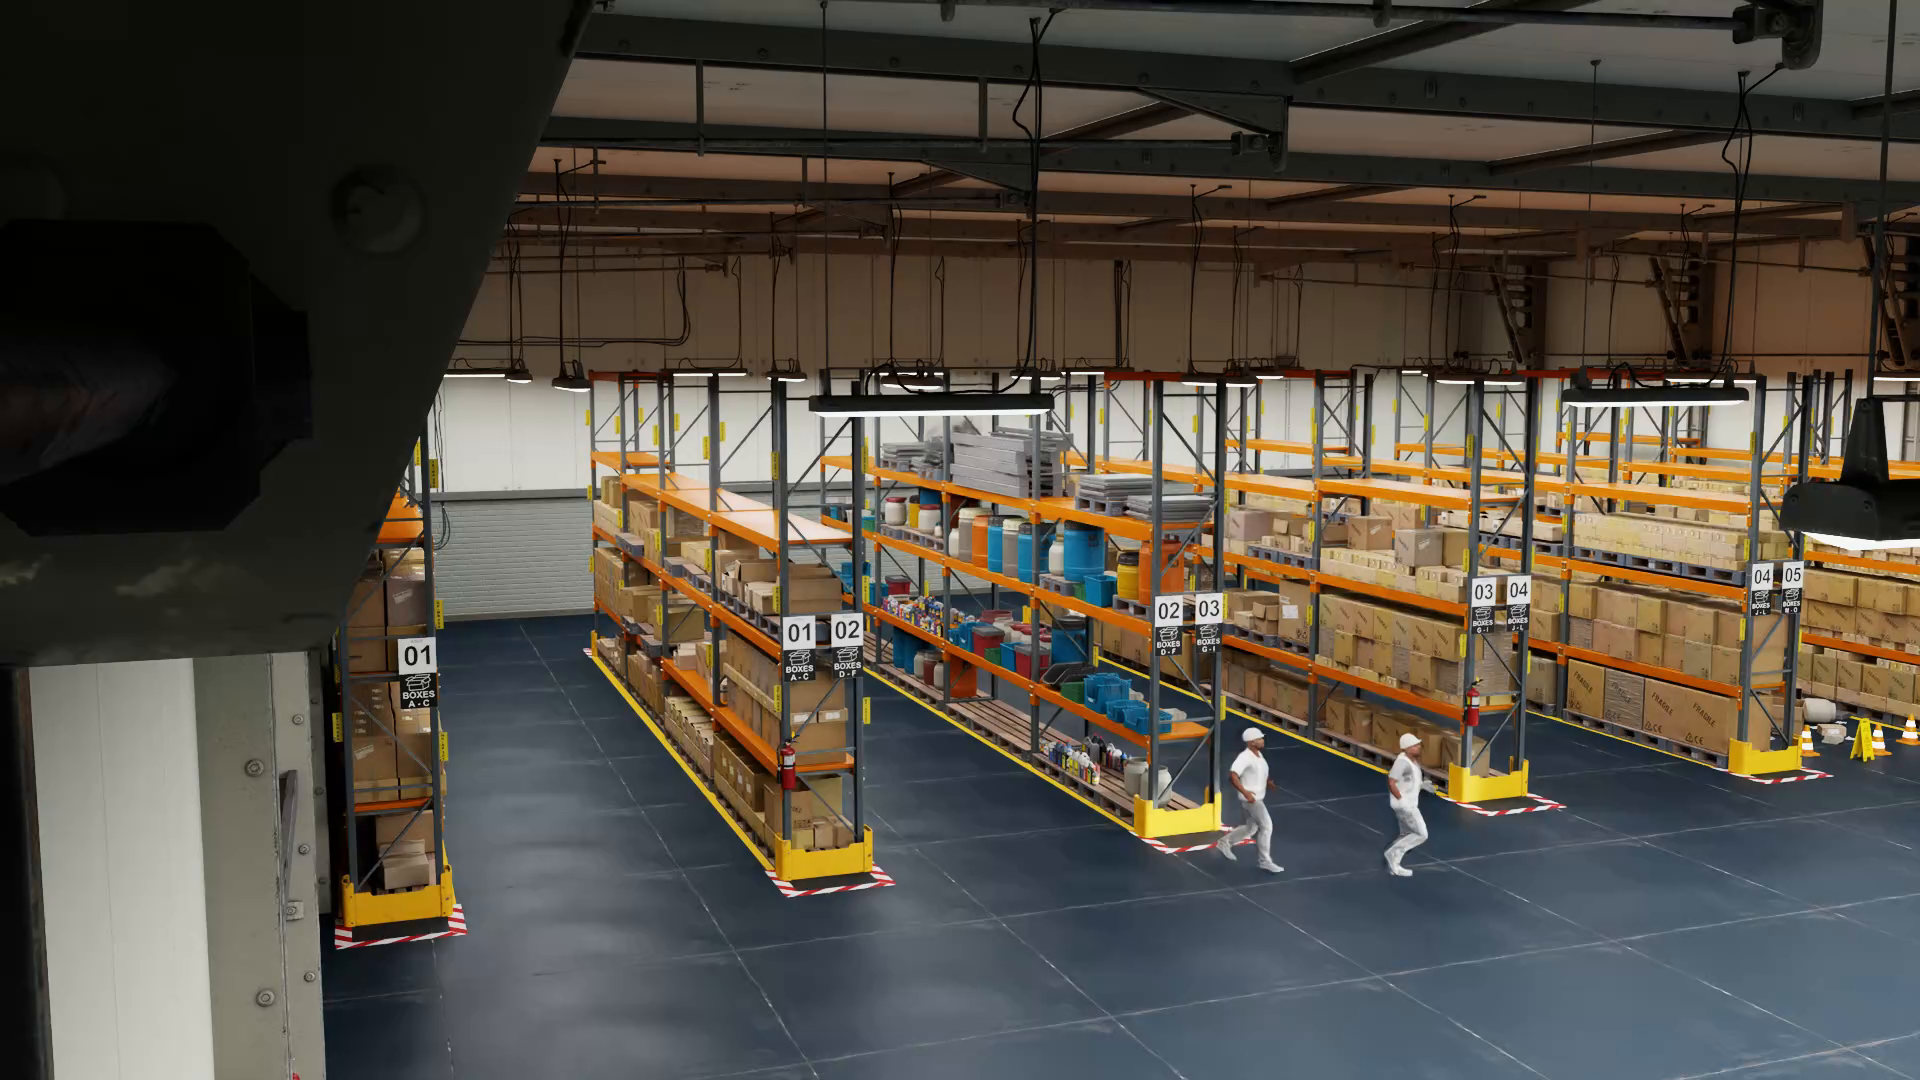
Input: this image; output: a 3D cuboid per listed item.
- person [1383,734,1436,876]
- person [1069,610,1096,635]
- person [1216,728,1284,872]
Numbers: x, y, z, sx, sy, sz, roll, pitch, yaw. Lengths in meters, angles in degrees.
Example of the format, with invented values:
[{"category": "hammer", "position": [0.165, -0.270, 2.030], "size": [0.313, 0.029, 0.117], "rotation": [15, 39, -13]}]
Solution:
[{"category": "person", "position": [5.470, 3.211, 20.197], "size": [0.602, 1.746, 0.663], "rotation": [2, 7, 14]}, {"category": "person", "position": [2.259, 1.769, 30.937], "size": [0.617, 1.682, 0.696], "rotation": [-4, 8, -33]}, {"category": "person", "position": [3.583, 3.172, 20.477], "size": [0.859, 1.753, 0.712], "rotation": [2, 7, 18]}]
